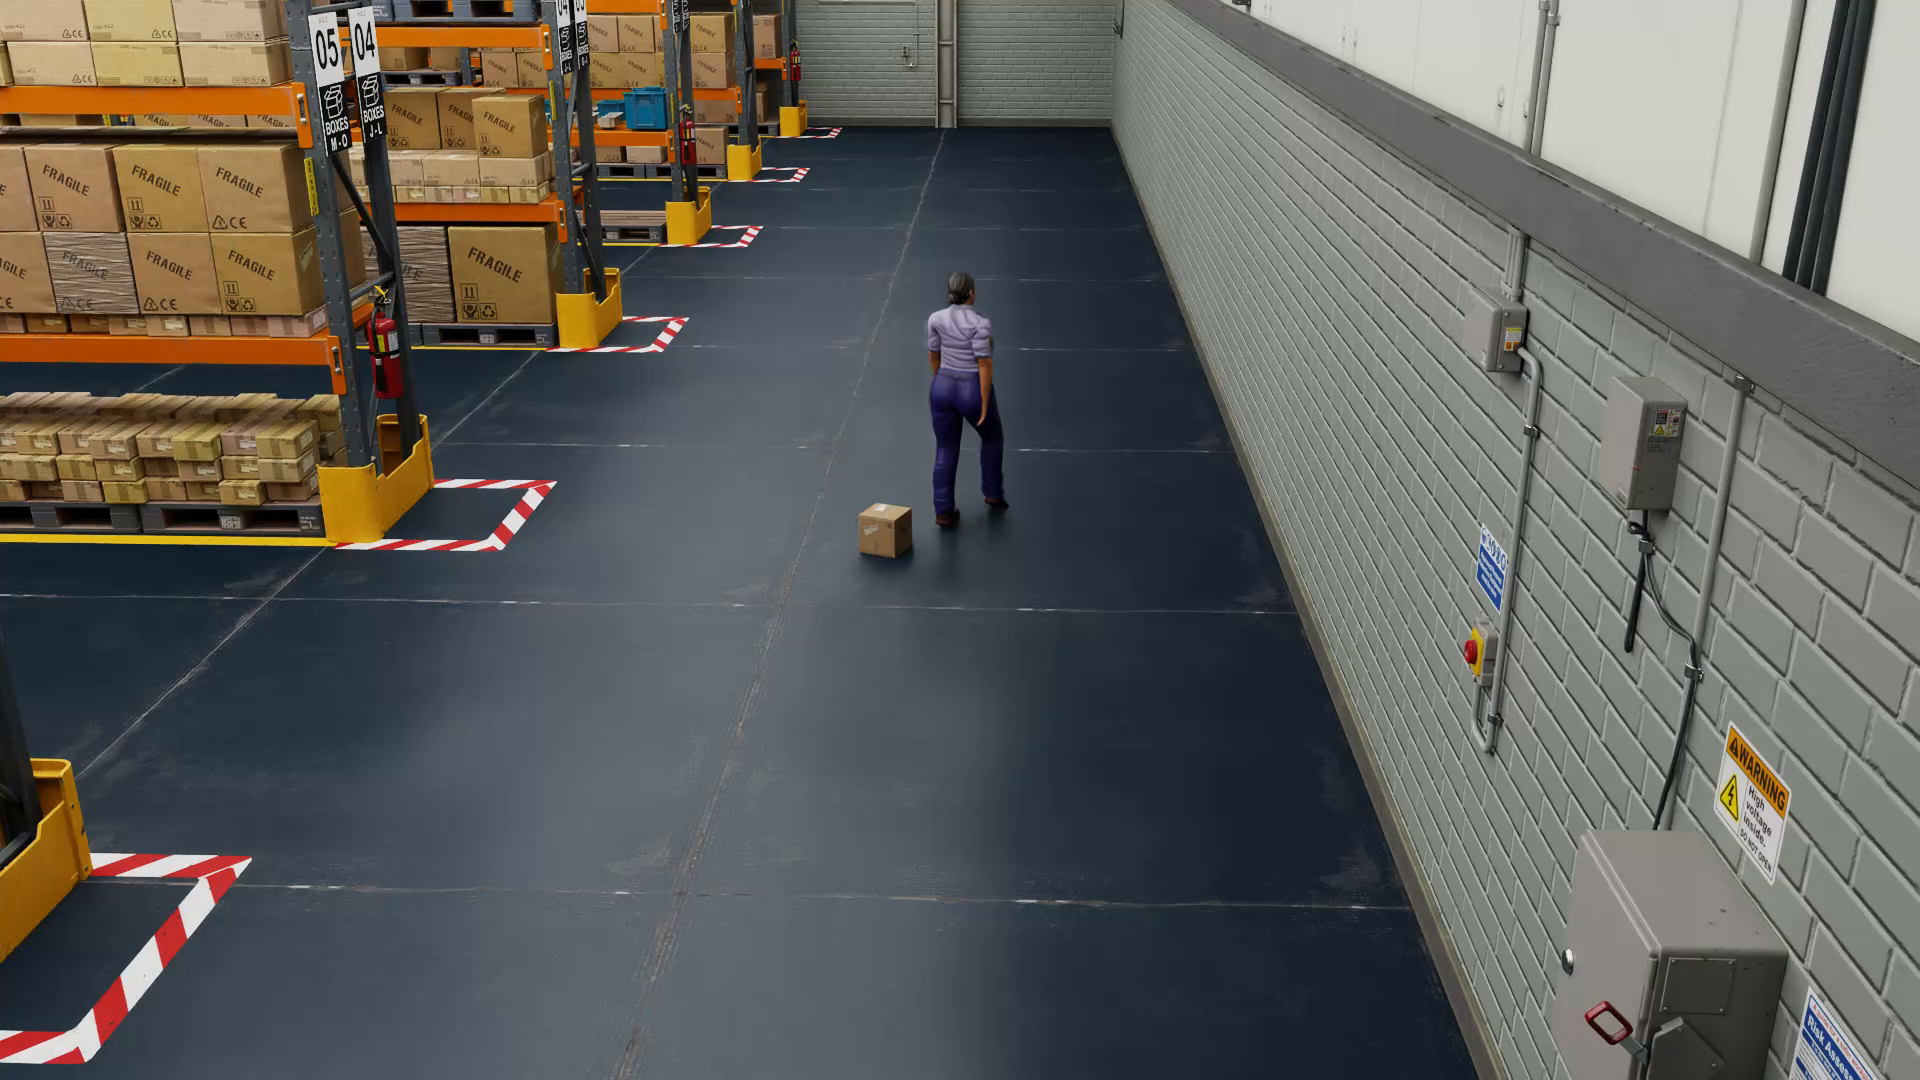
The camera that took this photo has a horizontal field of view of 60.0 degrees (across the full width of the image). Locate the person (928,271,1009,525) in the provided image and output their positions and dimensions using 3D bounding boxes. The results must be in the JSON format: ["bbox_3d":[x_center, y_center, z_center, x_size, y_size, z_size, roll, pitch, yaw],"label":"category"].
[{"bbox_3d":[0.035,-0.914,10.746,0.484,1.691,0.705,8,22,20],"label":"person"}]
